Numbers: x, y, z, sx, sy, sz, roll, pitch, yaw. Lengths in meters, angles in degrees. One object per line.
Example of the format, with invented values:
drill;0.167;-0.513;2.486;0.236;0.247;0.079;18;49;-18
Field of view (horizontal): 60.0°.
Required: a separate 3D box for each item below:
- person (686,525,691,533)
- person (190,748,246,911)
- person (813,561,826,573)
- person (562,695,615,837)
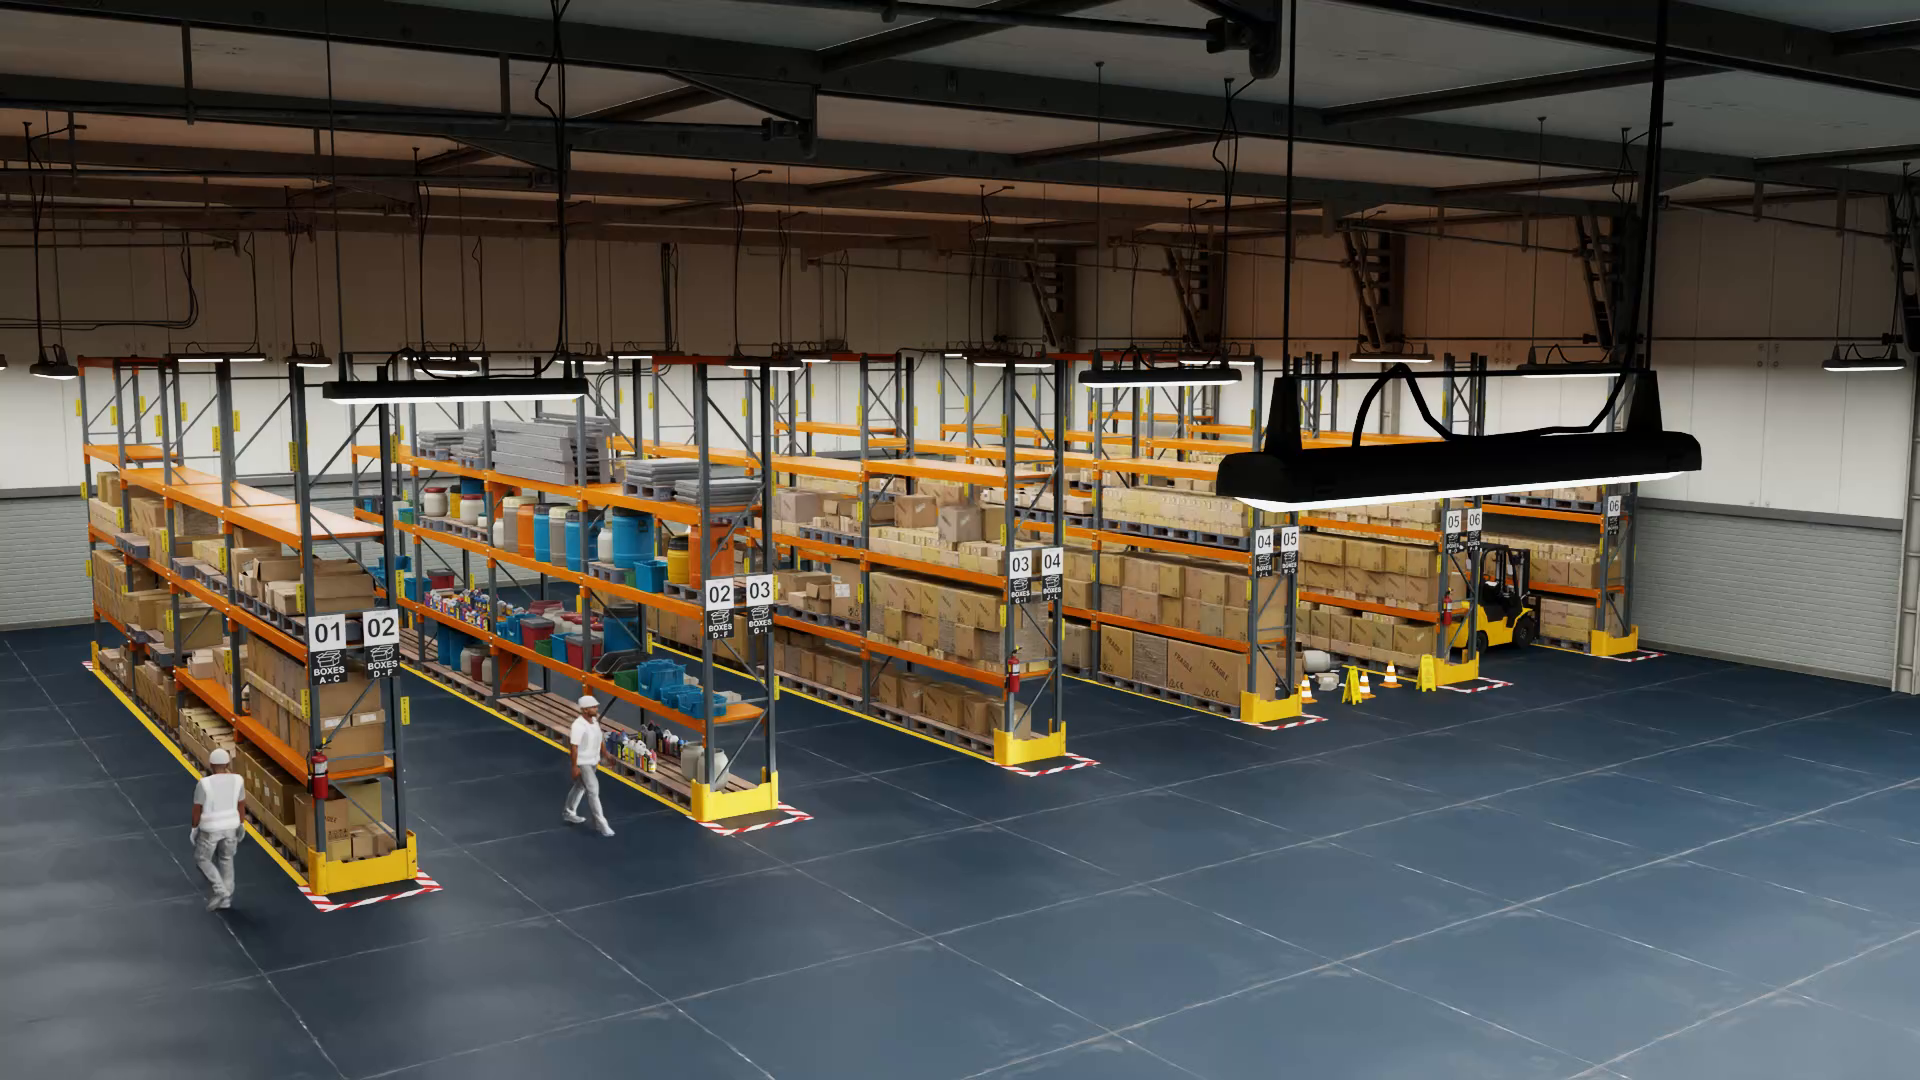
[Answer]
person;-7.068;0.178;43.803;0.719;1.659;0.433;-1;7;-10
person;-8.183;3.209;18.409;0.591;1.781;0.545;-7;10;-43
person;-3.617;0.412;42.121;0.613;1.697;0.486;-3;8;-24
person;-4.781;2.875;21.445;0.936;1.759;0.647;3;7;22
